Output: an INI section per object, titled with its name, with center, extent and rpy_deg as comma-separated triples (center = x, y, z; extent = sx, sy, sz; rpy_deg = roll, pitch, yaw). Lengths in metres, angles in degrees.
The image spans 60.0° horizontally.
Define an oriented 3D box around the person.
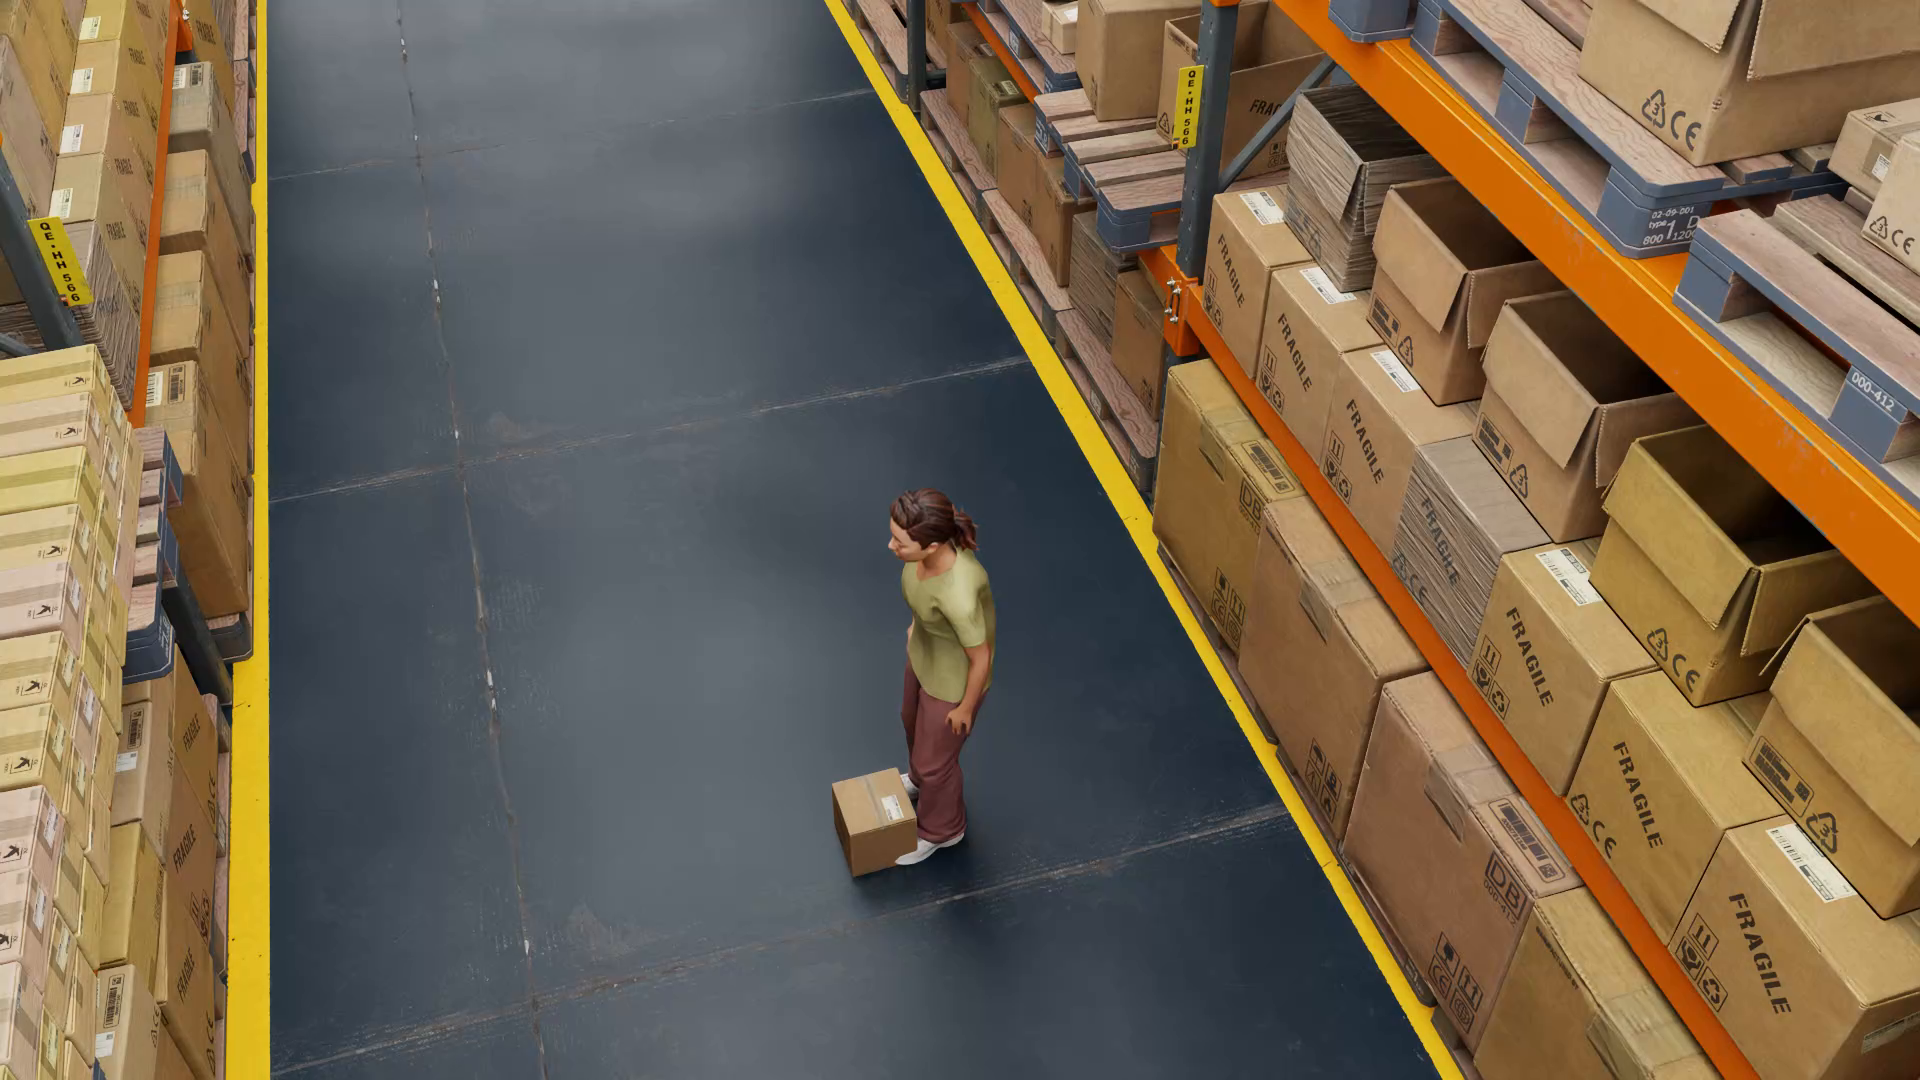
[person]
center = -0.103, 0.457, 5.661
extent = 0.404, 1.673, 0.501
rpy_deg = -12, 44, -13
